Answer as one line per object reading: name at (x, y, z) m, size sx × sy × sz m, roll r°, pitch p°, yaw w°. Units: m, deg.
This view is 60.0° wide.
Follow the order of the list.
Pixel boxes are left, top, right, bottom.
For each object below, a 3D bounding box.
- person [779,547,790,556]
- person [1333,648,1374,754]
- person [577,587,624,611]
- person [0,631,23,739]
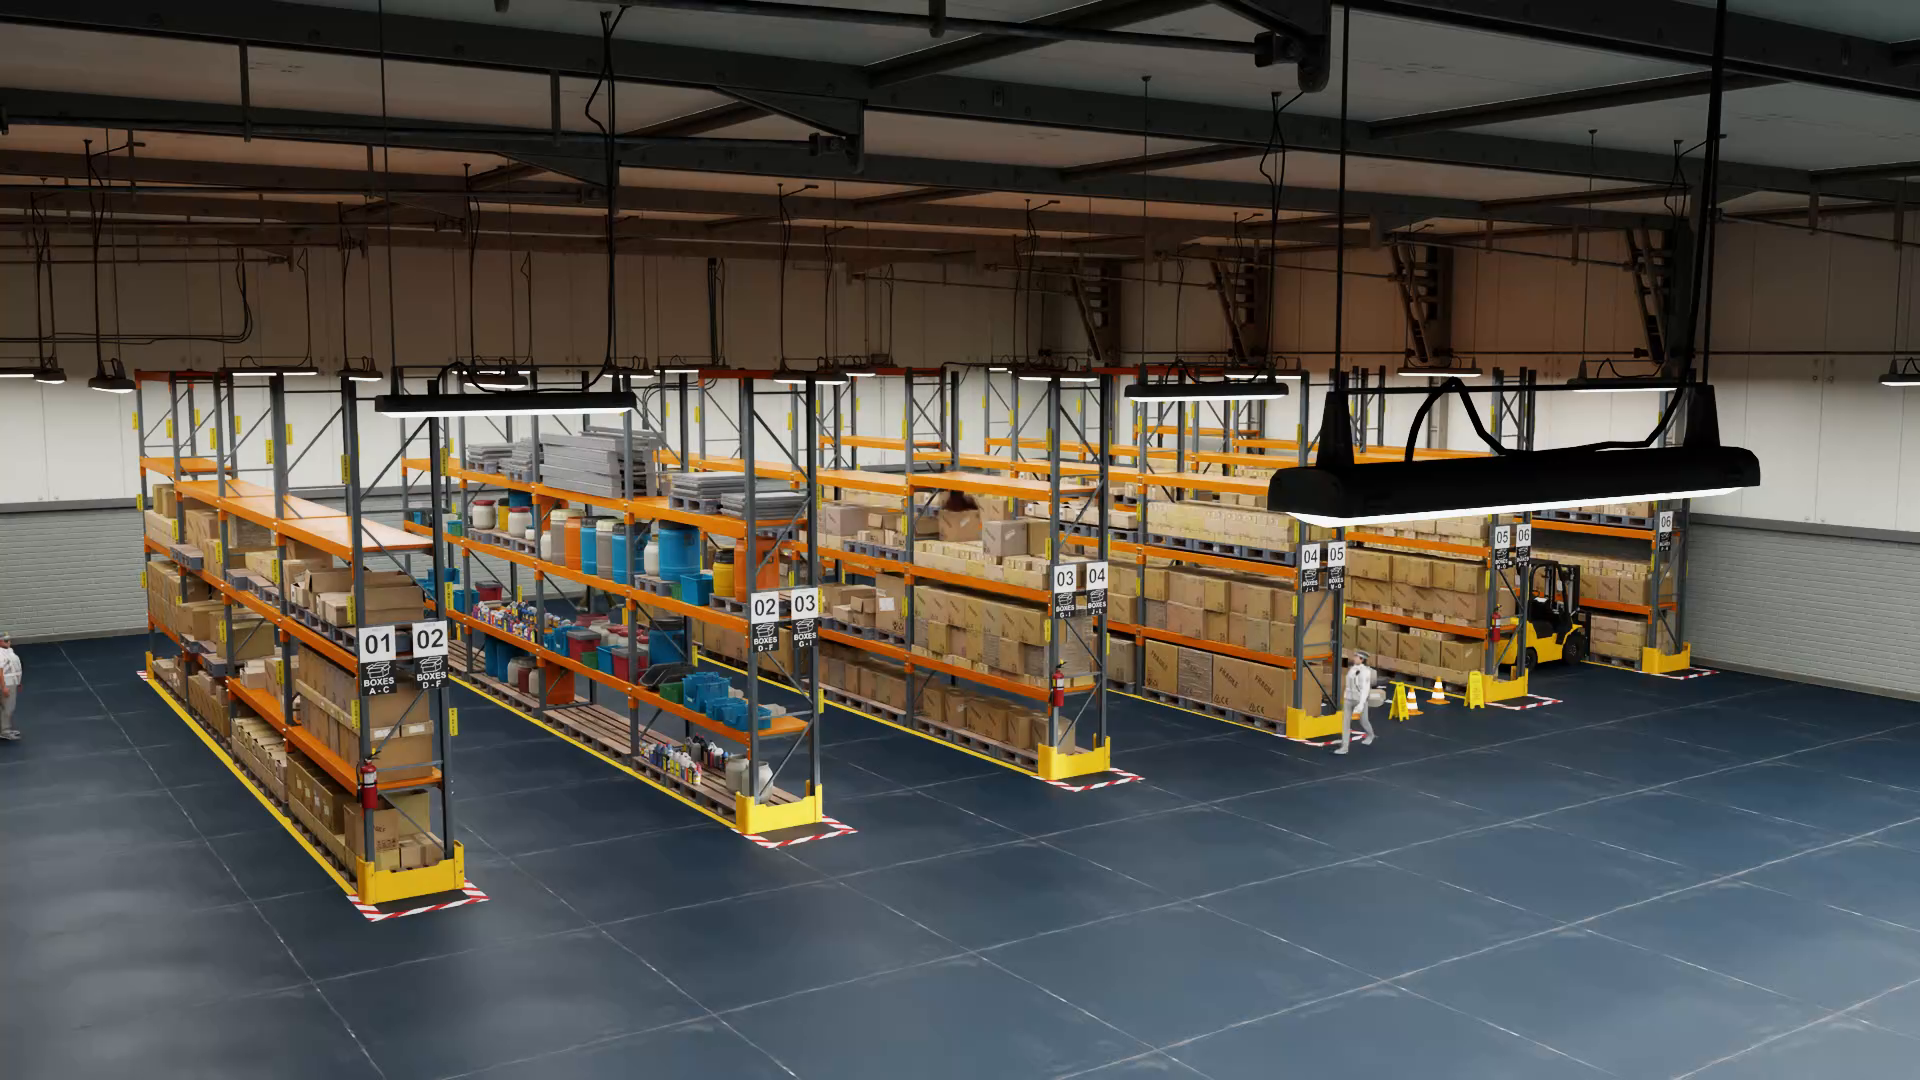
person at (-4.367, 0.897, 40.369) m, size 0.626 × 1.698 × 1.086 m, roll 0°, pitch 6°, yaw -1°
person at (6.307, 2.533, 26.374) m, size 0.444 × 1.654 × 0.957 m, roll 4°, pitch 8°, yaw 32°
person at (-8.801, 0.880, 40.645) m, size 1.161 × 1.725 × 0.696 m, roll -2°, pitch 7°, yaw -15°
person at (-15.648, 2.389, 27.369) m, size 0.440 × 1.803 × 0.562 m, roll -4°, pitch 7°, yaw -29°
